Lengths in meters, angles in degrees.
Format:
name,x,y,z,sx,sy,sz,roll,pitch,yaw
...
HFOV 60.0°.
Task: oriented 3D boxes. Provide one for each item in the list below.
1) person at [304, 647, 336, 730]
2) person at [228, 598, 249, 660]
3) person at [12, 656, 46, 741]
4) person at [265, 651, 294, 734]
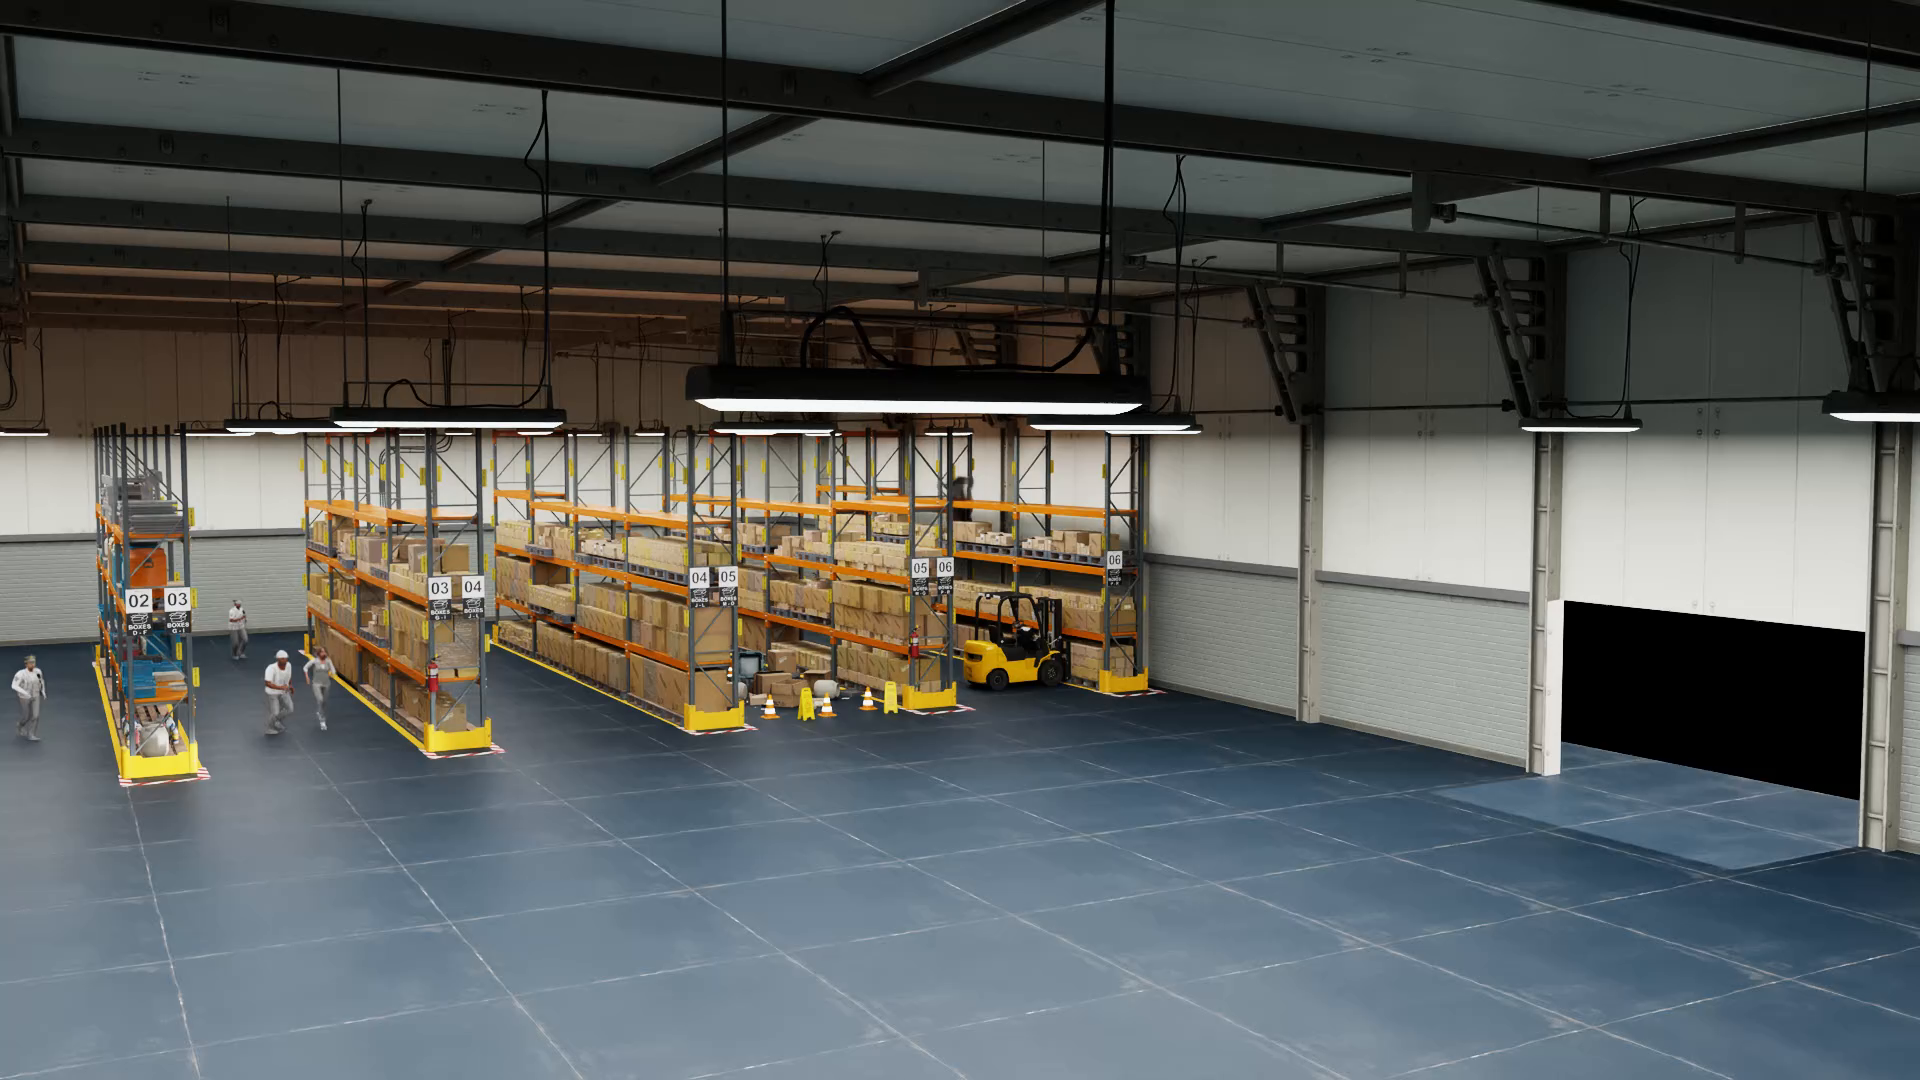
name,x,y,z,sx,sy,sz,roll,pitch,yaw
person,-12.730,2.917,33.076,0.571,1.621,0.869,-3,4,-36
person,-18.695,2.308,42.986,0.850,1.636,0.516,3,4,39
person,-17.752,2.998,31.686,0.717,1.641,0.609,3,5,44
person,-13.145,2.948,32.164,0.778,1.651,0.722,2,4,29
